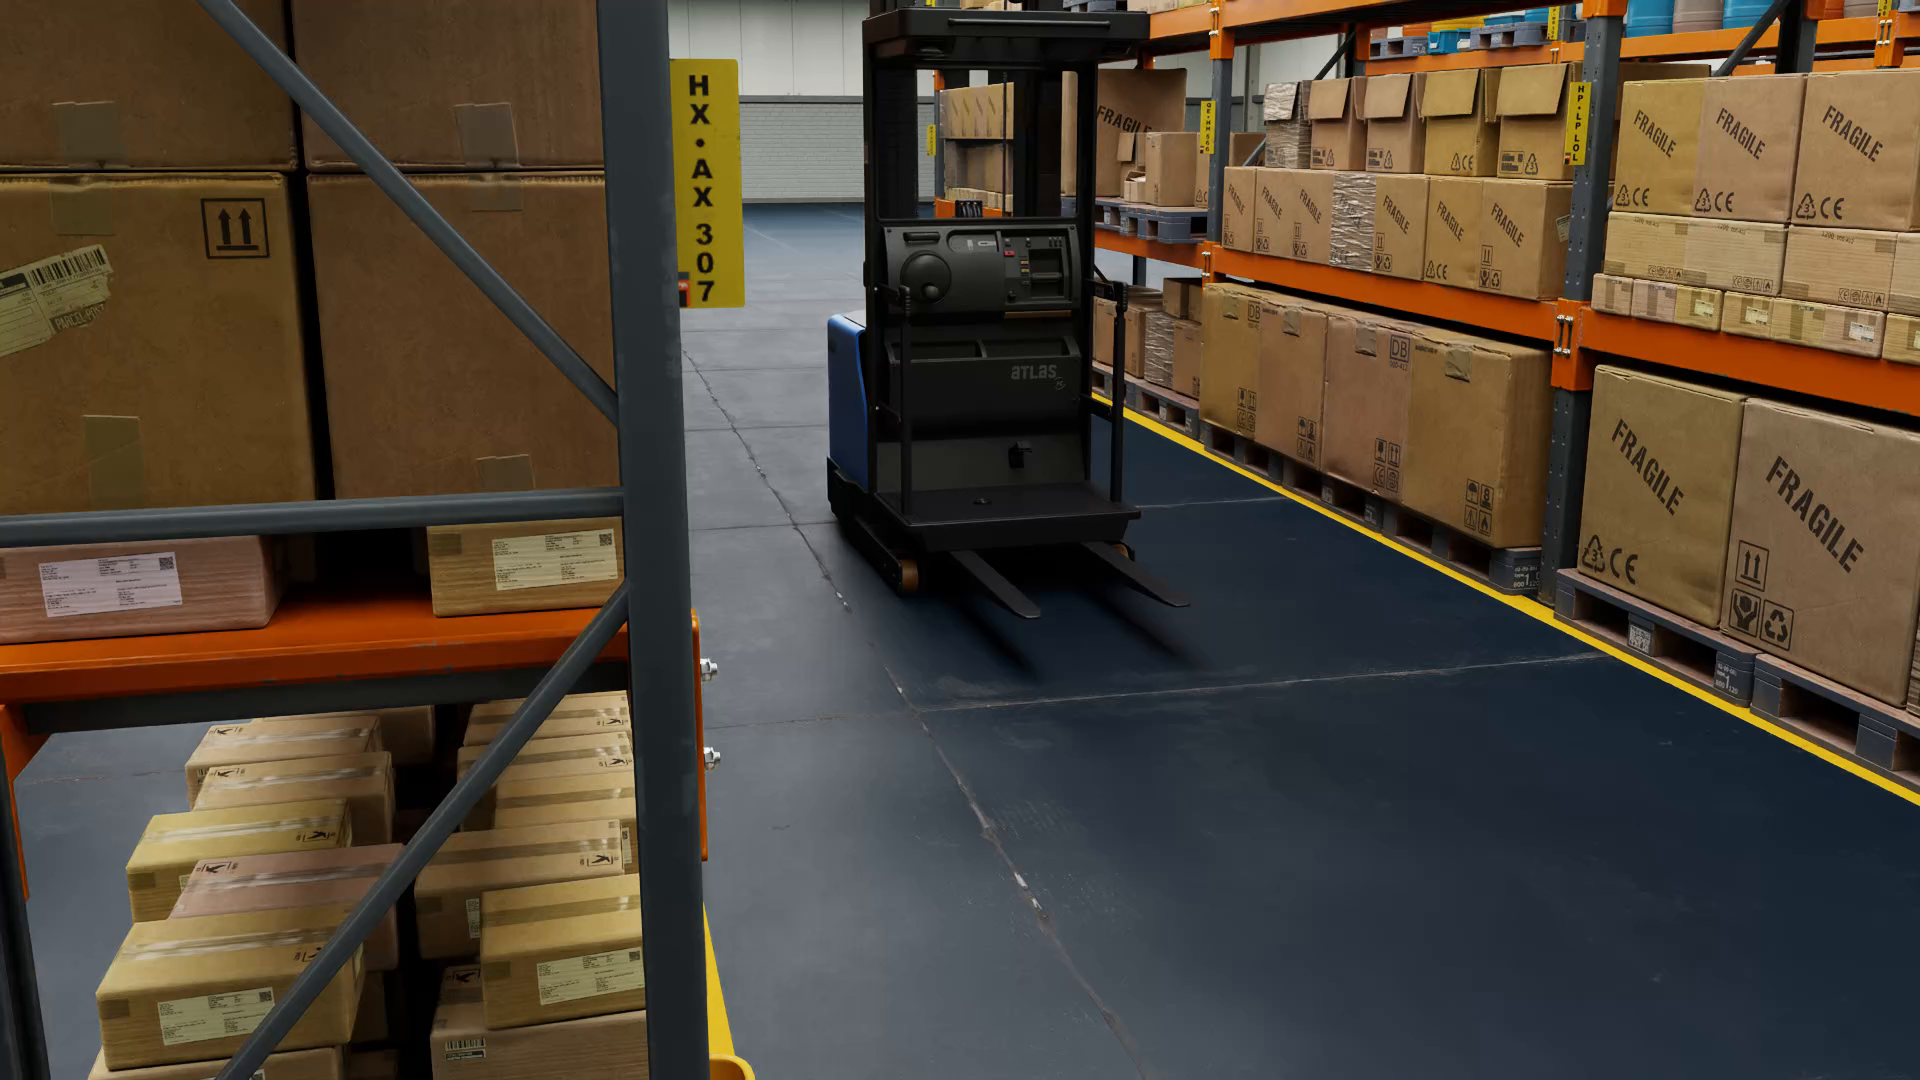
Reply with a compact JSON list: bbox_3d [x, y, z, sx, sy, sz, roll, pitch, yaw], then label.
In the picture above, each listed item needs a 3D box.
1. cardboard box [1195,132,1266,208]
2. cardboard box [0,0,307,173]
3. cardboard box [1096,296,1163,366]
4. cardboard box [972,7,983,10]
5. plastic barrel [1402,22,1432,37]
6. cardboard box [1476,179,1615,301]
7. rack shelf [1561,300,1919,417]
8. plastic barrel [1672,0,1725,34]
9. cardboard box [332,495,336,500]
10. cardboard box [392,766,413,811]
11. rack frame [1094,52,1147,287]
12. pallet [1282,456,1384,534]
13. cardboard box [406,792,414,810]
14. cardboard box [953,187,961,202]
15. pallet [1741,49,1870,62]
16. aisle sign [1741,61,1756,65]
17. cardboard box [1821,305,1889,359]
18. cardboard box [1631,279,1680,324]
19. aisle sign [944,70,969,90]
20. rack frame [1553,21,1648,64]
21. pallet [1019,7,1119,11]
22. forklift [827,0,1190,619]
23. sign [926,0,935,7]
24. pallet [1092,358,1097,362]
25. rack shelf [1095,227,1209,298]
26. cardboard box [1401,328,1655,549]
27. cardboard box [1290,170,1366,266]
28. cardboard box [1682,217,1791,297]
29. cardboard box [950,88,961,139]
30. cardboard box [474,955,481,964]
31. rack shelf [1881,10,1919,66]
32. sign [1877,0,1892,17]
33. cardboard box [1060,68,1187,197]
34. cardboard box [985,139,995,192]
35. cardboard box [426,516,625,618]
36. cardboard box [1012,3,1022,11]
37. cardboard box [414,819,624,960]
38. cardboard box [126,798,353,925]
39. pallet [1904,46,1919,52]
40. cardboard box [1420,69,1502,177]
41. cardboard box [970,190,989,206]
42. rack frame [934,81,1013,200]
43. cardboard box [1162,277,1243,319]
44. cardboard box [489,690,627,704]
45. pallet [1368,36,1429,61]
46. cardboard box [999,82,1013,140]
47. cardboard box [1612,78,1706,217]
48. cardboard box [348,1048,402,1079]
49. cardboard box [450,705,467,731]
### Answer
[{"bbox_3d":[1.931,-2.497,11.230,0.500,0.500,0.500,-5,15,-20],"label":"cardboard box"},{"bbox_3d":[-1.219,-0.793,2.410,0.500,0.500,0.500,-4,14,-14],"label":"cardboard box"},{"bbox_3d":[1.506,-1.661,13.245,0.700,0.500,0.500,-5,14,-18],"label":"cardboard box"},{"bbox_3d":[0.330,-5.167,16.411,0.380,0.149,0.250,-4,14,-16],"label":"cardboard box"},{"bbox_3d":[5.270,-6.008,18.588,0.600,0.830,0.708,-3,14,-13],"label":"plastic barrel"},{"bbox_3d":[2.661,-1.340,7.381,0.500,0.500,0.500,-3,14,-13],"label":"cardboard box"},{"bbox_3d":[3.506,-0.388,5.211,1.077,0.370,4.000,-3,14,-13],"label":"rack shelf"},{"bbox_3d":[6.455,-4.765,14.234,0.600,0.901,0.600,0,14,0],"label":"plastic barrel"},{"bbox_3d":[-1.316,-0.077,2.951,0.380,0.149,0.250,-3,14,-14],"label":"cardboard box"},{"bbox_3d":[-1.571,0.609,4.110,0.380,0.149,0.250,-3,14,-10],"label":"cardboard box"},{"bbox_3d":[1.157,-3.044,14.568,1.000,3.000,0.127,-3,14,-13],"label":"rack frame"},{"bbox_3d":[2.491,-0.300,9.210,1.003,0.211,1.213,-3,14,-13],"label":"pallet"},{"bbox_3d":[-1.569,0.753,4.147,0.380,0.149,0.250,-3,14,-12],"label":"cardboard box"},{"bbox_3d":[0.137,-3.649,17.571,0.380,0.149,0.250,-3,14,-13],"label":"cardboard box"},{"bbox_3d":[9.989,-5.768,19.582,1.003,0.211,1.213,-3,14,-13],"label":"pallet"},{"bbox_3d":[9.535,-5.779,20.285,0.394,0.787,0.004,-3,14,-13],"label":"aisle sign"},{"bbox_3d":[3.087,-0.691,5.465,0.380,0.149,0.250,-3,14,-13],"label":"cardboard box"},{"bbox_3d":[2.844,-0.929,6.440,0.380,0.149,0.250,-4,14,-15],"label":"cardboard box"},{"bbox_3d":[-0.089,-5.228,18.027,0.394,0.787,0.004,-3,14,-13],"label":"aisle sign"},{"bbox_3d":[5.971,-3.320,15.698,1.000,3.000,0.127,-3,14,-13],"label":"rack frame"},{"bbox_3d":[1.198,-4.262,13.627,1.213,0.211,1.003,-3,14,-13],"label":"pallet"},{"bbox_3d":[0.167,-1.281,7.493,1.130,2.935,3.031,-4,14,-15],"label":"forklift"},{"bbox_3d":[-0.310,-5.819,17.761,0.100,0.325,0.005,-3,14,-13],"label":"sign"},{"bbox_3d":[1.341,-1.510,14.164,1.003,0.211,1.213,-3,14,-13],"label":"pallet"},{"bbox_3d":[1.627,-2.234,12.765,1.077,0.370,4.000,-3,14,-13],"label":"rack shelf"},{"bbox_3d":[2.866,-0.517,7.816,1.225,0.875,0.875,-3,14,-13],"label":"cardboard box"},{"bbox_3d":[2.193,-1.806,9.289,0.500,0.500,0.500,-4,14,-14],"label":"cardboard box"},{"bbox_3d":[3.004,-1.033,6.022,0.500,0.250,0.500,-3,14,-13],"label":"cardboard box"},{"bbox_3d":[0.192,-4.388,17.124,0.500,0.500,0.500,-3,14,-13],"label":"cardboard box"},{"bbox_3d":[-0.753,0.812,3.279,0.380,0.149,0.250,-3,14,-13],"label":"cardboard box"},{"bbox_3d":[7.381,-3.044,9.762,1.077,0.370,4.000,-3,14,-13],"label":"rack shelf"},{"bbox_3d":[6.378,-3.772,11.445,0.100,0.325,0.005,-3,14,-13],"label":"sign"},{"bbox_3d":[1.208,-3.349,13.665,1.000,1.000,1.000,-3,14,-13],"label":"cardboard box"},{"bbox_3d":[0.736,-3.689,16.371,0.875,0.500,0.500,-3,14,-13],"label":"cardboard box"},{"bbox_3d":[-0.627,0.006,2.611,0.380,0.149,0.250,-3,14,-14],"label":"cardboard box"},{"bbox_3d":[0.683,-4.801,14.914,0.380,0.149,0.250,-4,14,-16],"label":"cardboard box"},{"bbox_3d":[-0.844,0.672,3.224,0.380,0.149,0.250,-3,14,-12],"label":"cardboard box"},{"bbox_3d":[-1.428,0.647,3.327,0.380,0.149,0.250,-4,14,-14],"label":"cardboard box"},{"bbox_3d":[10.562,-5.205,17.278,1.003,0.211,1.213,-3,14,-13],"label":"pallet"},{"bbox_3d":[2.728,-2.041,8.135,0.797,0.503,0.637,-3,14,-13],"label":"cardboard box"},{"bbox_3d":[0.311,-3.415,16.613,0.380,0.149,0.250,-3,14,-13],"label":"cardboard box"},{"bbox_3d":[0.218,-3.967,18.345,1.000,3.000,0.127,-3,14,-13],"label":"rack frame"},{"bbox_3d":[1.775,-1.760,12.071,0.500,0.250,0.500,-2,14,-7],"label":"cardboard box"},{"bbox_3d":[-0.991,0.427,4.229,0.380,0.149,0.250,-3,14,-12],"label":"cardboard box"},{"bbox_3d":[5.131,-5.412,18.338,1.003,0.211,1.213,-3,14,-13],"label":"pallet"},{"bbox_3d":[0.665,-3.927,15.236,0.500,0.500,0.500,-3,14,-13],"label":"cardboard box"},{"bbox_3d":[2.900,-1.510,6.397,0.500,0.500,0.500,-3,14,-13],"label":"cardboard box"},{"bbox_3d":[-1.196,1.048,2.939,0.380,0.149,0.250,-3,14,-12],"label":"cardboard box"},{"bbox_3d":[-1.163,0.516,4.490,0.380,0.149,0.250,-3,14,-11],"label":"cardboard box"}]
